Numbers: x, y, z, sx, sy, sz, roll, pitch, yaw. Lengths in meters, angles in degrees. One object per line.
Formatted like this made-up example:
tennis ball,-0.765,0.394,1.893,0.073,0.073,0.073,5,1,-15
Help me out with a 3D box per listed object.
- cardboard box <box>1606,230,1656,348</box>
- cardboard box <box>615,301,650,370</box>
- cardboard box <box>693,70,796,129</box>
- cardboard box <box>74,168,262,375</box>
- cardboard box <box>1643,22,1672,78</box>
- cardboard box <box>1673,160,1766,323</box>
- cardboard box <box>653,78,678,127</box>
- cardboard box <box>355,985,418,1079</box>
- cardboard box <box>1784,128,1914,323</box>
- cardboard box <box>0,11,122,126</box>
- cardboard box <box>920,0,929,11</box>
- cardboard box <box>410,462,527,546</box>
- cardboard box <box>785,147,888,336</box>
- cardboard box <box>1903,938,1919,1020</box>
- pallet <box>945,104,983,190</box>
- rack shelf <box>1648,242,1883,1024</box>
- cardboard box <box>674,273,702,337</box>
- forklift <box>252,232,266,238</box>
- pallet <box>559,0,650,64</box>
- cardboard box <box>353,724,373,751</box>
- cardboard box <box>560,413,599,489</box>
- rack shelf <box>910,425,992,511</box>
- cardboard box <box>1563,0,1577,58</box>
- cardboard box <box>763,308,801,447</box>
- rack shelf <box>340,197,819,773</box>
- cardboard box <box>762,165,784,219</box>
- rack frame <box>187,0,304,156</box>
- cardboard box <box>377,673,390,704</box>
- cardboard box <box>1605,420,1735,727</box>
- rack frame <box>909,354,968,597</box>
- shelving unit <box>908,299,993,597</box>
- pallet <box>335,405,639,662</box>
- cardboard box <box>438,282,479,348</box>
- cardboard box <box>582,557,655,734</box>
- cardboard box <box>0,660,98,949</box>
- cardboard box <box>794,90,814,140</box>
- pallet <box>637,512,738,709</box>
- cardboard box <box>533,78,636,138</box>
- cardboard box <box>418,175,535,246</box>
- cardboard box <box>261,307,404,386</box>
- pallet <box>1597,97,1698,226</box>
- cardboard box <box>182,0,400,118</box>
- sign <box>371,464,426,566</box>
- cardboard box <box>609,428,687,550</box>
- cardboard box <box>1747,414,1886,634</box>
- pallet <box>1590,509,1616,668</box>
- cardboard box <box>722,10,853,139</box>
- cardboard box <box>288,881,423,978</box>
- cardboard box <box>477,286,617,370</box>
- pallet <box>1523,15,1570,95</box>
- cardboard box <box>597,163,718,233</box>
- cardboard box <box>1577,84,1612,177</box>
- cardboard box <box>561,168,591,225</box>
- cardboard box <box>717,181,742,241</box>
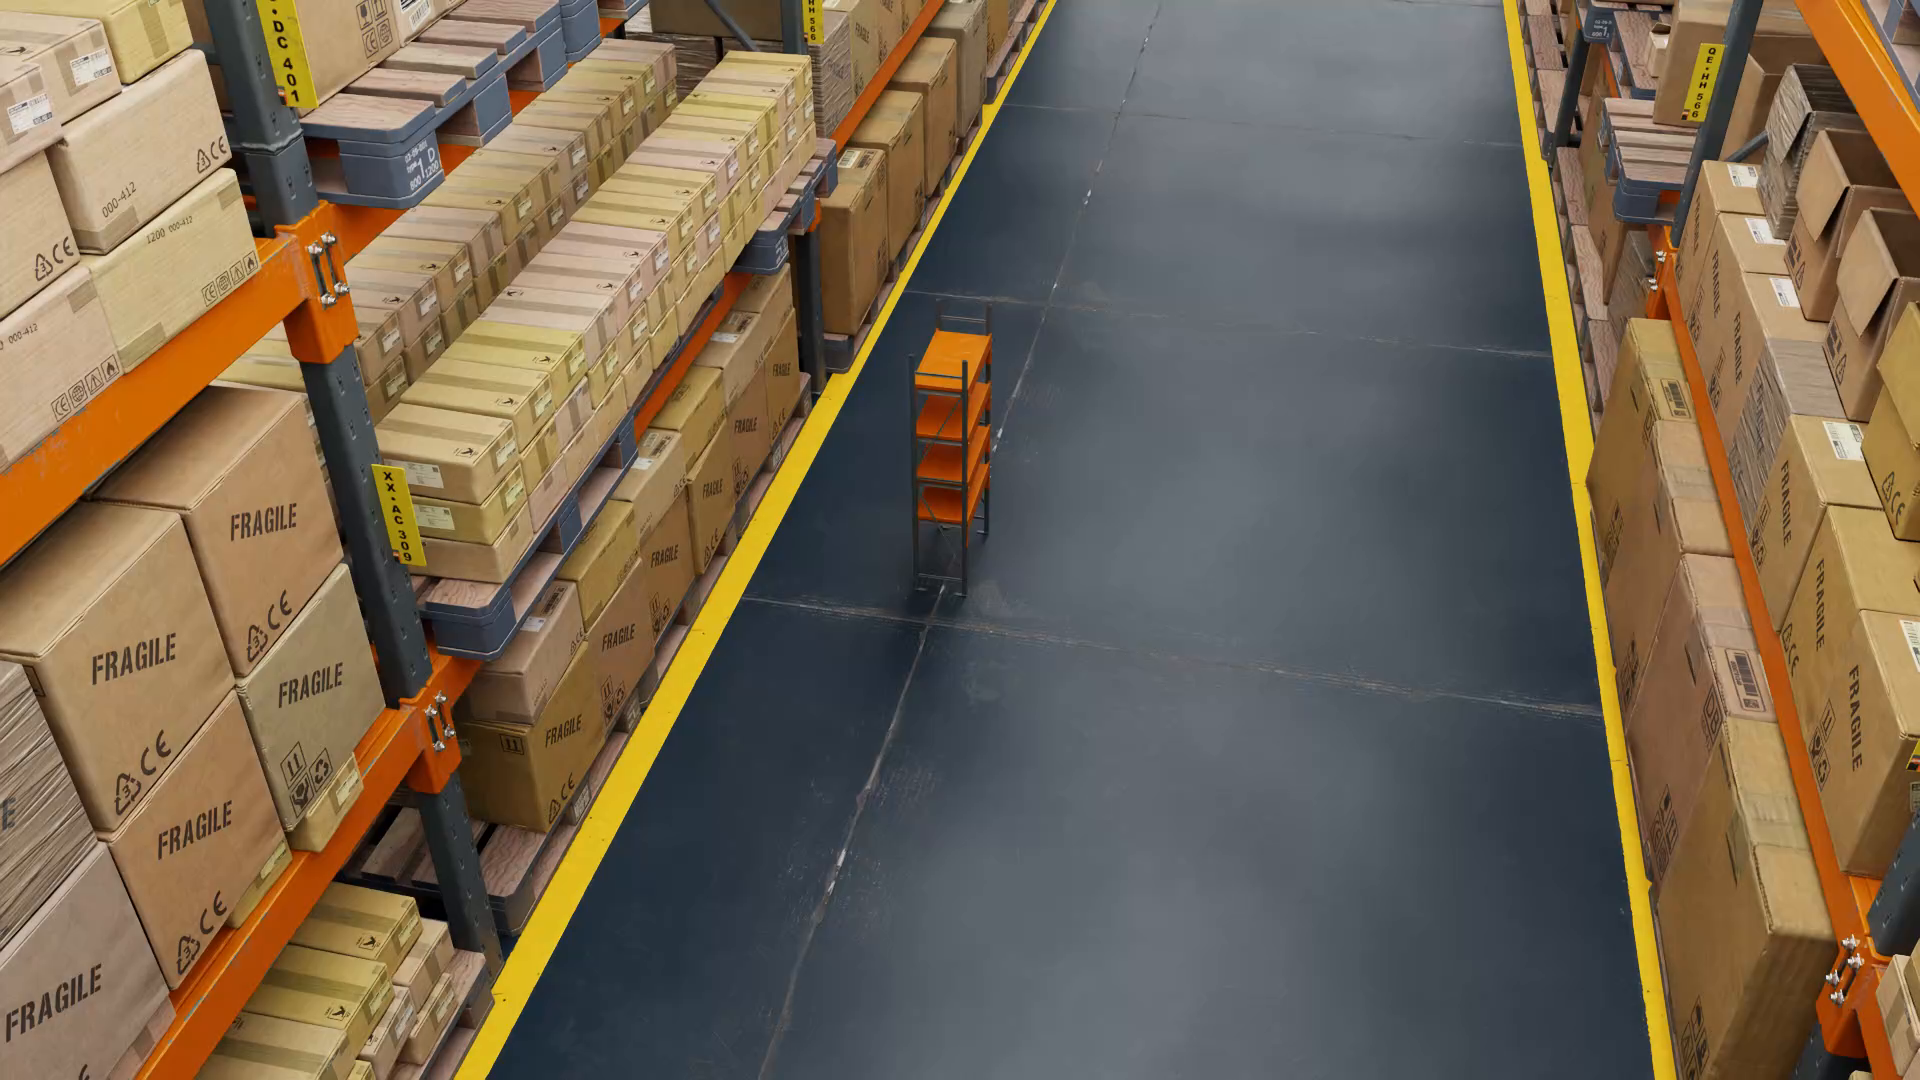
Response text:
cardboard box,3.840,-1.264,8.693,0.700,0.500,0.500,4,36,6
cardboard box,-1.316,-0.736,5.812,0.380,0.149,0.250,9,37,12
cardboard box,-0.926,-1.899,7.163,0.380,0.149,0.250,7,36,9
cardboard box,-1.909,-0.617,3.617,0.500,0.250,0.500,8,37,11
cardboard box,3.703,-2.497,8.396,0.396,0.266,0.258,6,36,9
cardboard box,3.241,-1.188,6.748,0.500,0.500,0.500,8,37,11
cardboard box,-1.512,-2.008,7.568,0.380,0.149,0.250,9,37,12
cardboard box,-1.870,1.463,4.994,0.380,0.149,0.250,6,36,8
cardboard box,3.297,-1.048,5.700,0.797,0.503,0.637,8,37,11
cardboard box,-1.914,-0.929,3.282,0.380,0.149,0.250,8,37,11
cardboard box,-0.425,-3.493,9.928,0.500,0.500,0.500,8,37,10
cardboard box,-1.534,-0.135,4.983,0.380,0.149,0.250,8,37,11
cardboard box,-0.995,-1.668,9.055,1.050,0.750,0.750,7,36,9
cardboard box,2.400,1.078,3.581,0.500,0.250,0.500,7,36,9
pallet,-0.450,-2.784,11.411,1.003,0.211,1.213,7,37,10
rack shelf,3.184,0.046,5.744,1.077,0.370,4.000,7,37,10
cardboard box,-1.204,-0.908,6.303,0.380,0.149,0.250,6,36,8
forklift,-3.160,-1.813,7.754,1.130,2.935,3.031,4,36,6
pallet,-1.613,-1.852,5.354,1.213,0.211,1.003,7,37,10
cardboard box,-1.900,0.516,4.695,0.380,0.149,0.250,7,37,9
cardboard box,-1.423,-0.317,5.488,0.380,0.149,0.250,8,37,10
rack shelf,-0.035,-0.336,7.306,0.258,0.148,0.480,7,37,10
cardboard box,4.760,-3.762,12.157,0.500,0.500,0.500,4,36,6
cardboard box,-1.098,-0.819,8.097,0.500,0.500,0.500,7,37,10
rack shelf,-1.640,-0.634,6.681,1.077,0.370,4.000,7,37,10
cardboard box,-0.979,-1.510,7.133,0.380,0.149,0.250,8,37,11
rack frame,-2.068,-2.207,3.128,1.000,3.000,0.127,7,37,10
cardboard box,-2.155,0.301,5.911,0.500,0.250,0.500,6,36,9
cardboard box,3.245,0.201,6.369,1.225,0.875,0.875,7,37,10
rack frame,-0.087,-0.251,7.074,0.240,1.200,0.015,7,37,10
shelving unit,-0.035,-0.391,7.267,0.258,1.200,0.503,7,37,10
pallet,-1.762,-0.121,5.524,1.003,0.211,1.213,7,37,10
cardboard box,-1.954,-0.819,5.927,0.380,0.149,0.250,6,36,8
cardboard box,-1.539,0.370,6.456,0.500,0.500,0.500,9,37,12
cardboard box,-2.132,0.548,3.247,0.500,0.500,0.500,8,37,11
cardboard box,-0.874,-1.920,7.446,0.380,0.149,0.250,8,37,11
pallet,-1.644,0.203,7.291,1.003,0.211,1.213,7,37,10
cardboard box,-1.613,-1.846,7.090,0.380,0.149,0.250,7,37,10
cardboard box,-1.837,-1.244,6.259,0.380,0.149,0.250,7,36,9
cardboard box,-2.059,-0.644,5.432,0.380,0.149,0.250,6,36,8
pallet,3.659,-1.736,7.753,1.213,0.211,1.003,7,37,10
cardboard box,-1.879,-1.407,4.136,0.700,0.500,0.500,7,37,10
sign,-1.536,-0.065,4.546,0.100,0.325,0.005,7,37,10
cardboard box,-1.427,-0.228,6.642,0.500,0.250,0.500,9,37,12
cardboard box,2.807,-0.025,5.143,0.500,0.500,0.500,7,37,9
pallet,3.369,0.180,7.322,1.003,0.211,1.213,7,37,10
cardboard box,-0.854,-2.336,8.331,0.500,0.500,0.500,8,37,10
cardboard box,-1.889,1.202,5.100,0.380,0.149,0.250,8,37,11
cardboard box,-1.367,-0.706,5.517,0.380,0.149,0.250,7,36,9
pallet,4.832,-3.647,12.602,1.003,0.211,1.213,7,37,10
cardboard box,-1.148,-1.301,6.339,0.380,0.149,0.250,9,37,12
cardboard box,4.313,-2.502,10.401,0.700,0.500,0.500,5,36,6
cardboard box,-1.730,-1.412,6.745,0.380,0.149,0.250,7,37,10
cardboard box,-1.092,-1.330,6.631,0.380,0.149,0.250,7,37,10
